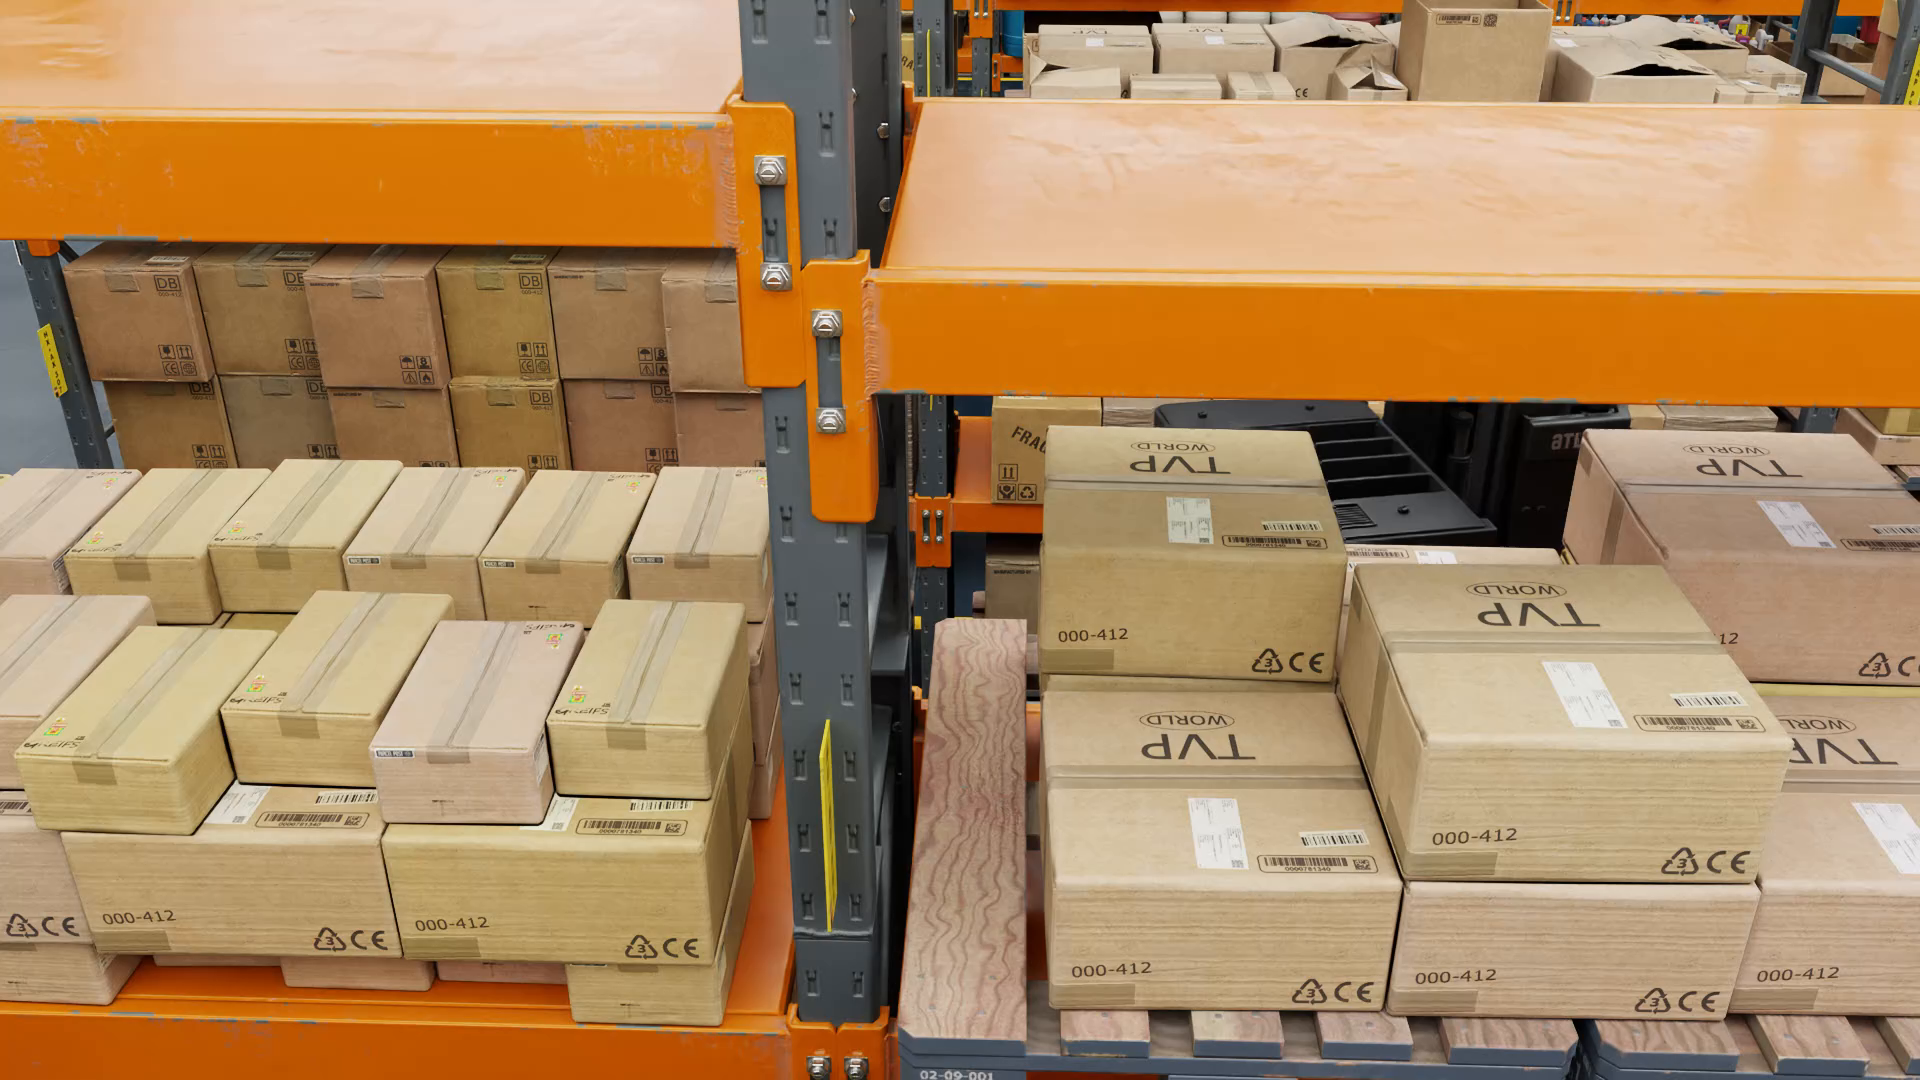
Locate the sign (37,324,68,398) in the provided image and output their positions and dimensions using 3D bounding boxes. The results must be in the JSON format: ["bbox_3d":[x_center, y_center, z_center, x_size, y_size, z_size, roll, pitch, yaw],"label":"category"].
[{"bbox_3d":[-4.134,-0.815,7.575,0.005,0.325,0.100,1,28,2],"label":"sign"}]

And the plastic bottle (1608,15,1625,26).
[{"bbox_3d":[6.729,-5.247,17.078,0.135,0.276,0.152,1,28,2],"label":"plastic bottle"}]

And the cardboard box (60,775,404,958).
[{"bbox_3d":[-1.140,0.448,2.842,0.500,0.250,0.500,1,28,1],"label":"cardboard box"}]

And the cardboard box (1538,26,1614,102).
[{"bbox_3d":[2.671,-2.137,7.480,0.500,0.250,0.500,2,28,3],"label":"cardboard box"}]

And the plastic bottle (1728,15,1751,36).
[{"bbox_3d":[7.955,-5.233,16.972,0.185,0.351,0.144,1,28,2],"label":"plastic bottle"}]

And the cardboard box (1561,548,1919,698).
[{"bbox_3d":[1.420,0.245,3.095,0.500,0.250,0.500,1,28,2],"label":"cardboard box"}]

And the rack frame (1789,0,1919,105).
[{"bbox_3d":[3.887,-3.175,6.632,0.127,3.000,1.000,1,28,2],"label":"rack frame"}]

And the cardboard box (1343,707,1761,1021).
[{"bbox_3d":[0.893,0.489,2.635,0.500,0.250,0.500,1,28,1],"label":"cardboard box"}]

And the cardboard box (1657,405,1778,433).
[{"bbox_3d":[3.427,-0.451,7.791,0.500,0.500,0.500,1,28,2],"label":"cardboard box"}]

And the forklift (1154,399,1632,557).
[{"bbox_3d":[1.218,0.648,5.899,3.031,2.935,1.130,-5,28,-9],"label":"forklift"}]

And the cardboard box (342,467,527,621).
[{"bbox_3d":[-1.012,0.004,3.254,0.250,0.149,0.380,0,28,0],"label":"cardboard box"}]

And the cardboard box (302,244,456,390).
[{"bbox_3d":[-2.631,-1.137,7.880,0.550,0.550,0.875,1,28,2],"label":"cardboard box"}]

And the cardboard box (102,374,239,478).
[{"bbox_3d":[-3.736,-0.738,8.280,0.550,0.550,0.875,1,28,2],"label":"cardboard box"}]

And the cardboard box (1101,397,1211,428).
[{"bbox_3d":[0.910,-0.492,7.869,0.500,0.500,0.500,1,28,2],"label":"cardboard box"}]

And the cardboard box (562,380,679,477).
[{"bbox_3d":[-1.566,-0.720,8.246,0.550,0.550,0.875,1,28,2],"label":"cardboard box"}]

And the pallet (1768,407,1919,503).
[{"bbox_3d":[4.603,-0.478,8.154,1.003,0.211,1.213,1,28,2],"label":"pallet"}]

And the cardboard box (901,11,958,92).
[{"bbox_3d":[-0.275,-3.655,12.450,0.500,0.500,0.500,1,28,2],"label":"cardboard box"}]

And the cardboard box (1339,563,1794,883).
[{"bbox_3d":[0.884,0.263,2.526,0.500,0.250,0.500,0,28,1],"label":"cardboard box"}]

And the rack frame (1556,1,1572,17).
[{"bbox_3d":[4.163,-2.845,12.414,0.127,3.000,1.000,1,28,2],"label":"rack frame"}]

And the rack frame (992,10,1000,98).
[{"bbox_3d":[0.340,-5.229,16.912,0.127,3.000,1.000,1,28,2],"label":"rack frame"}]

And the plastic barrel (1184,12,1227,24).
[{"bbox_3d":[2.454,-5.151,16.620,0.433,0.535,0.433,0,28,0],"label":"plastic barrel"}]

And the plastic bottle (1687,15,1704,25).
[{"bbox_3d":[7.521,-5.234,17.054,0.135,0.276,0.152,1,28,2],"label":"plastic bottle"}]

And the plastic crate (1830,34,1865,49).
[{"bbox_3d":[8.795,-4.932,16.569,0.243,0.136,0.396,1,28,2],"label":"plastic crate"}]

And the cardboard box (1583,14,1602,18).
[{"bbox_3d":[8.039,-6.627,21.749,0.500,0.500,0.500,0,28,-1],"label":"cardboard box"}]

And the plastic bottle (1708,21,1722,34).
[{"bbox_3d":[7.405,-4.937,16.414,0.185,0.351,0.144,1,28,2],"label":"plastic bottle"}]

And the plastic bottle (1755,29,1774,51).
[{"bbox_3d":[7.930,-4.897,16.418,0.135,0.276,0.152,1,28,2],"label":"plastic bottle"}]

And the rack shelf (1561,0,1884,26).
[{"bbox_3d":[6.162,-3.819,11.817,4.000,0.370,1.077,1,28,2],"label":"rack shelf"}]

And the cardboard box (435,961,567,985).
[{"bbox_3d":[-0.759,0.606,2.970,0.250,0.149,0.380,1,28,2],"label":"cardboard box"}]

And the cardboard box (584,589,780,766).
[{"bbox_3d":[-0.614,0.202,3.306,0.500,0.250,0.500,0,28,1],"label":"cardboard box"}]

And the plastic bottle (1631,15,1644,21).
[{"bbox_3d":[6.961,-5.243,17.071,0.135,0.276,0.152,1,28,2],"label":"plastic bottle"}]

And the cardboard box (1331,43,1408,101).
[{"bbox_3d":[1.752,-1.956,7.124,0.258,0.266,0.396,1,28,2],"label":"cardboard box"}]

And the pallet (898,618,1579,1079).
[{"bbox_3d":[0.429,0.546,3.016,1.003,0.211,1.213,1,28,2],"label":"pallet"}]

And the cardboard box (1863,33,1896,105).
[{"bbox_3d":[4.467,-2.004,7.518,0.500,0.500,0.500,1,28,2],"label":"cardboard box"}]

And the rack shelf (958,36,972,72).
[{"bbox_3d":[-1.658,-4.944,17.143,4.000,0.370,1.077,1,28,2],"label":"rack shelf"}]

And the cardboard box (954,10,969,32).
[{"bbox_3d":[0.067,-7.004,21.946,0.500,0.500,0.500,1,28,2],"label":"cardboard box"}]

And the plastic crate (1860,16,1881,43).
[{"bbox_3d":[9.219,-5.020,16.384,0.583,0.464,0.402,1,28,2],"label":"plastic crate"}]

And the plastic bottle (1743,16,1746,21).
[{"bbox_3d":[7.984,-5.251,17.078,0.133,0.283,0.061,1,28,2],"label":"plastic bottle"}]

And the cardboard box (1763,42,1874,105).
[{"bbox_3d":[6.215,-3.292,12.080,0.637,0.503,0.797,2,28,3],"label":"cardboard box"}]

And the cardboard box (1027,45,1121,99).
[{"bbox_3d":[0.484,-1.960,7.130,0.396,0.266,0.258,1,28,1],"label":"cardboard box"}]

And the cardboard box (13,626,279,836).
[{"bbox_3d":[-1.292,0.301,2.694,0.250,0.149,0.380,2,28,3],"label":"cardboard box"}]

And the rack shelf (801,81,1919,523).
[{"bbox_3d":[1.815,-0.395,2.583,4.000,0.370,1.077,1,28,2],"label":"rack shelf"}]

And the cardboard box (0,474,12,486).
[{"bbox_3d":[-2.044,0.016,3.231,0.250,0.149,0.380,1,28,3],"label":"cardboard box"}]
